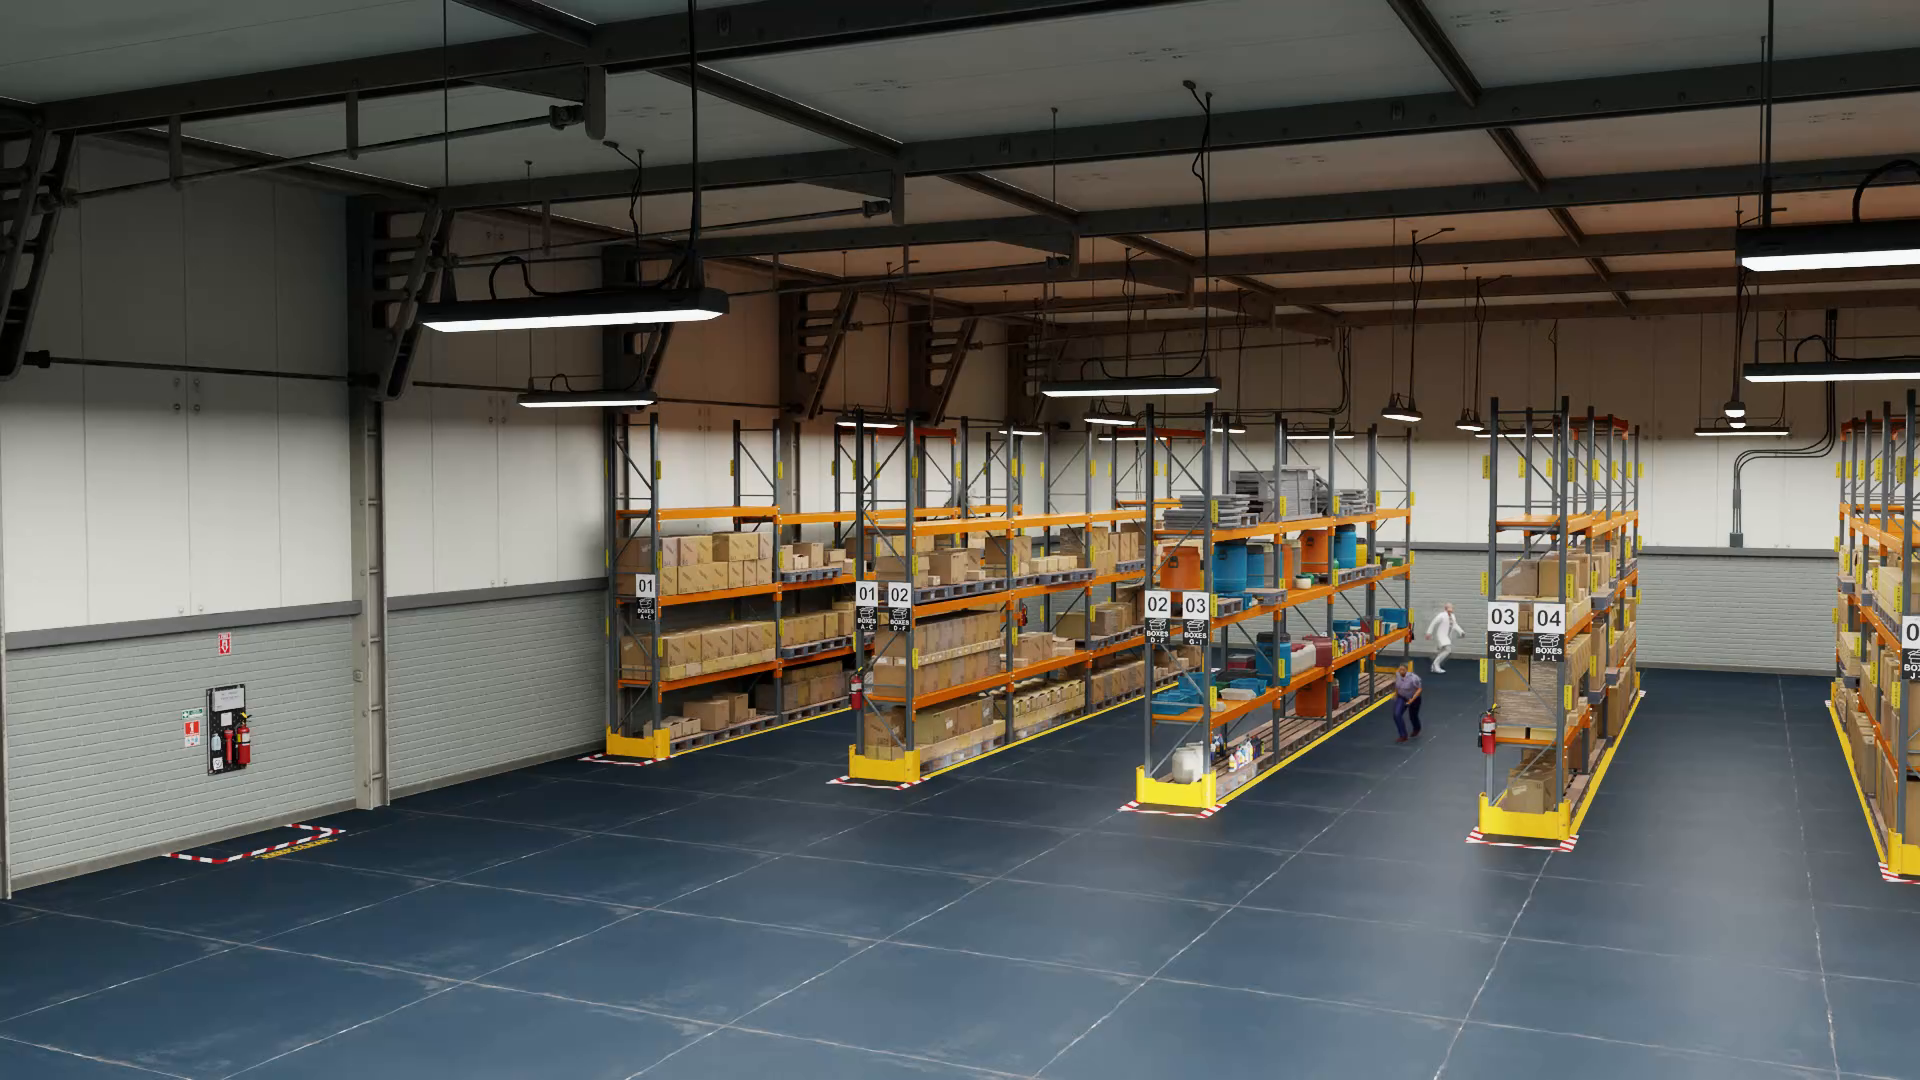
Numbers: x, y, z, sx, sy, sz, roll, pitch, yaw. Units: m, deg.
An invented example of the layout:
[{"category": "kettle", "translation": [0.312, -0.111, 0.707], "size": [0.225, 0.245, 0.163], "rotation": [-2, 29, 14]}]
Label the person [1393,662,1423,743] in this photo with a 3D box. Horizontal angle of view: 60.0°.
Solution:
[{"category": "person", "translation": [8.295, 2.963, 30.614], "size": [0.605, 1.479, 0.998], "rotation": [2, 3, 38]}]

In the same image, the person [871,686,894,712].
[{"category": "person", "translation": [-1.404, 2.899, 30.610], "size": [0.746, 1.657, 0.653], "rotation": [-1, 3, -31]}]

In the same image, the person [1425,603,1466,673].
[{"category": "person", "translation": [11.956, 2.409, 40.795], "size": [0.680, 1.729, 0.843], "rotation": [-2, 3, -44]}]
